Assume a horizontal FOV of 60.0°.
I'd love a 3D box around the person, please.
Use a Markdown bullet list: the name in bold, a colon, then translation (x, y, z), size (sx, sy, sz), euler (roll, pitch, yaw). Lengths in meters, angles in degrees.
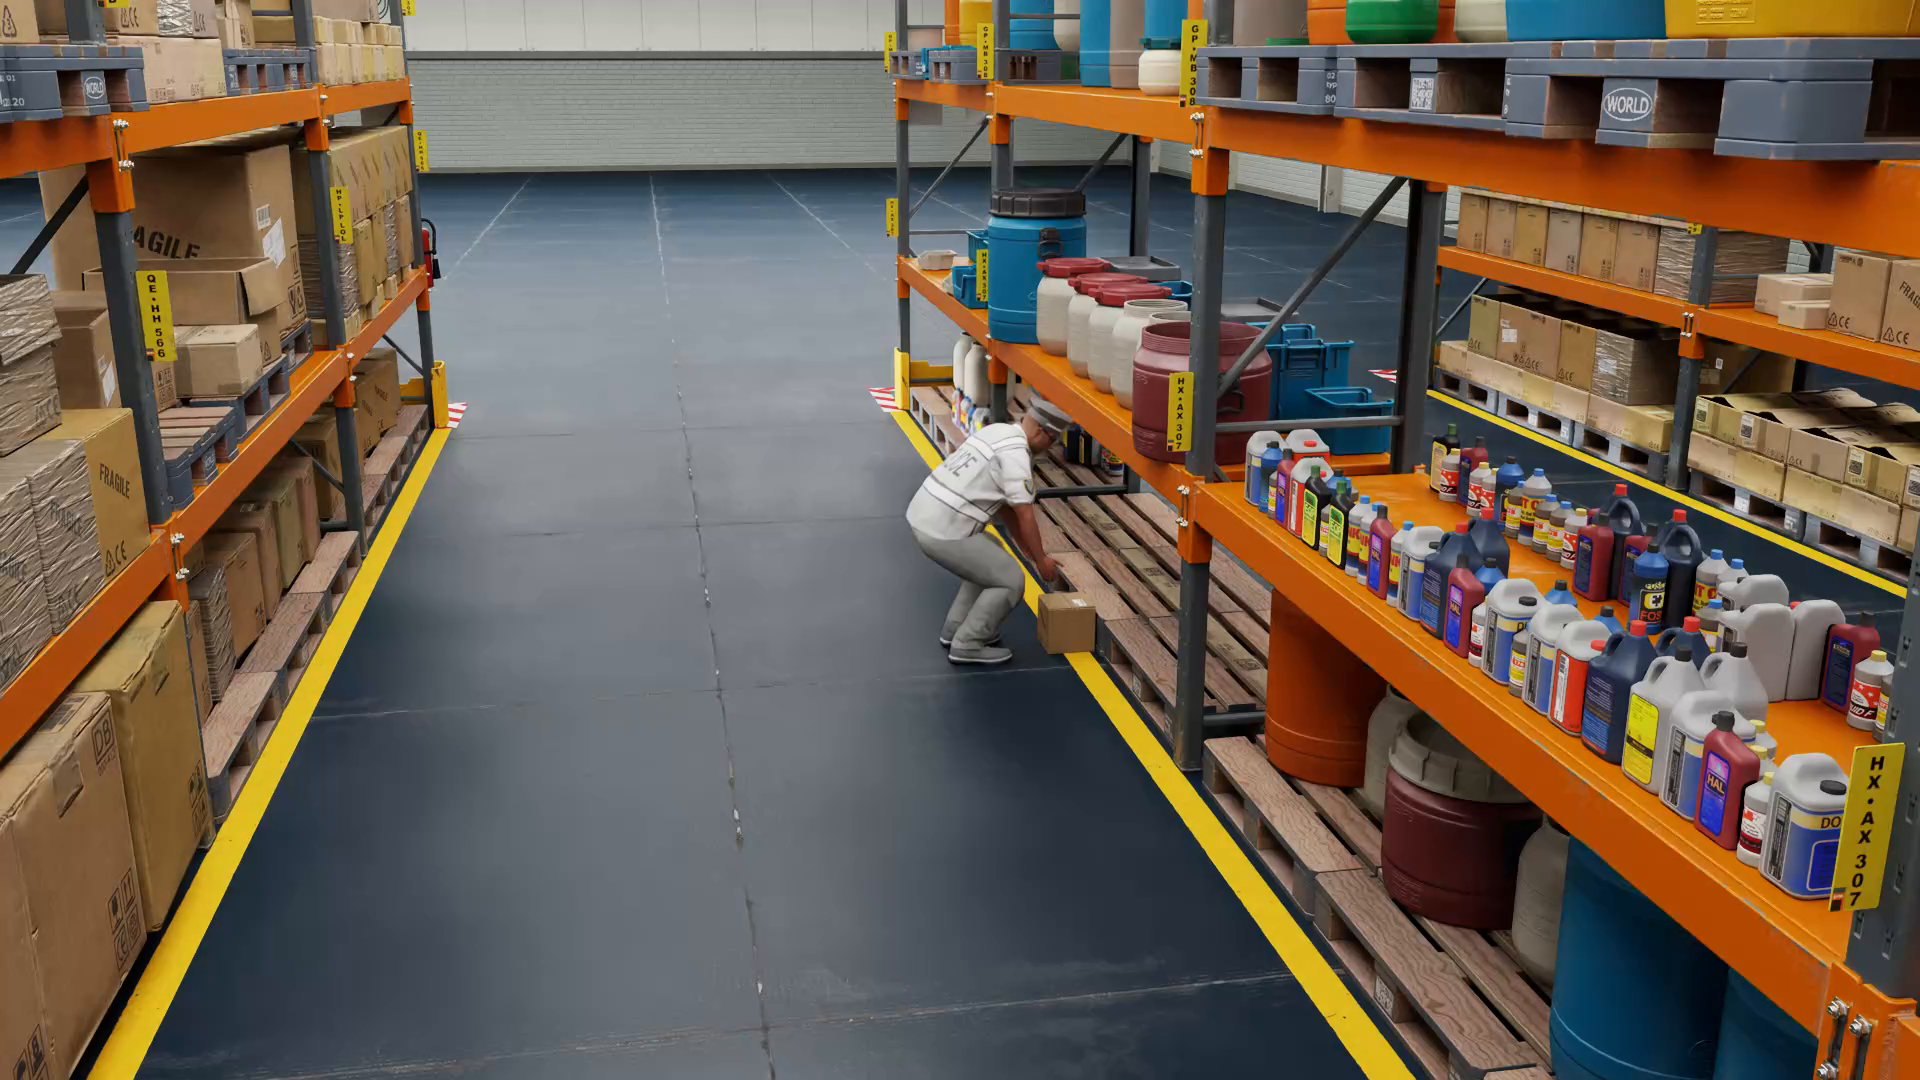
- **person**: translation (0.150, -0.064, 8.523), size (0.855, 1.321, 0.588), euler (-3, 17, -10)
